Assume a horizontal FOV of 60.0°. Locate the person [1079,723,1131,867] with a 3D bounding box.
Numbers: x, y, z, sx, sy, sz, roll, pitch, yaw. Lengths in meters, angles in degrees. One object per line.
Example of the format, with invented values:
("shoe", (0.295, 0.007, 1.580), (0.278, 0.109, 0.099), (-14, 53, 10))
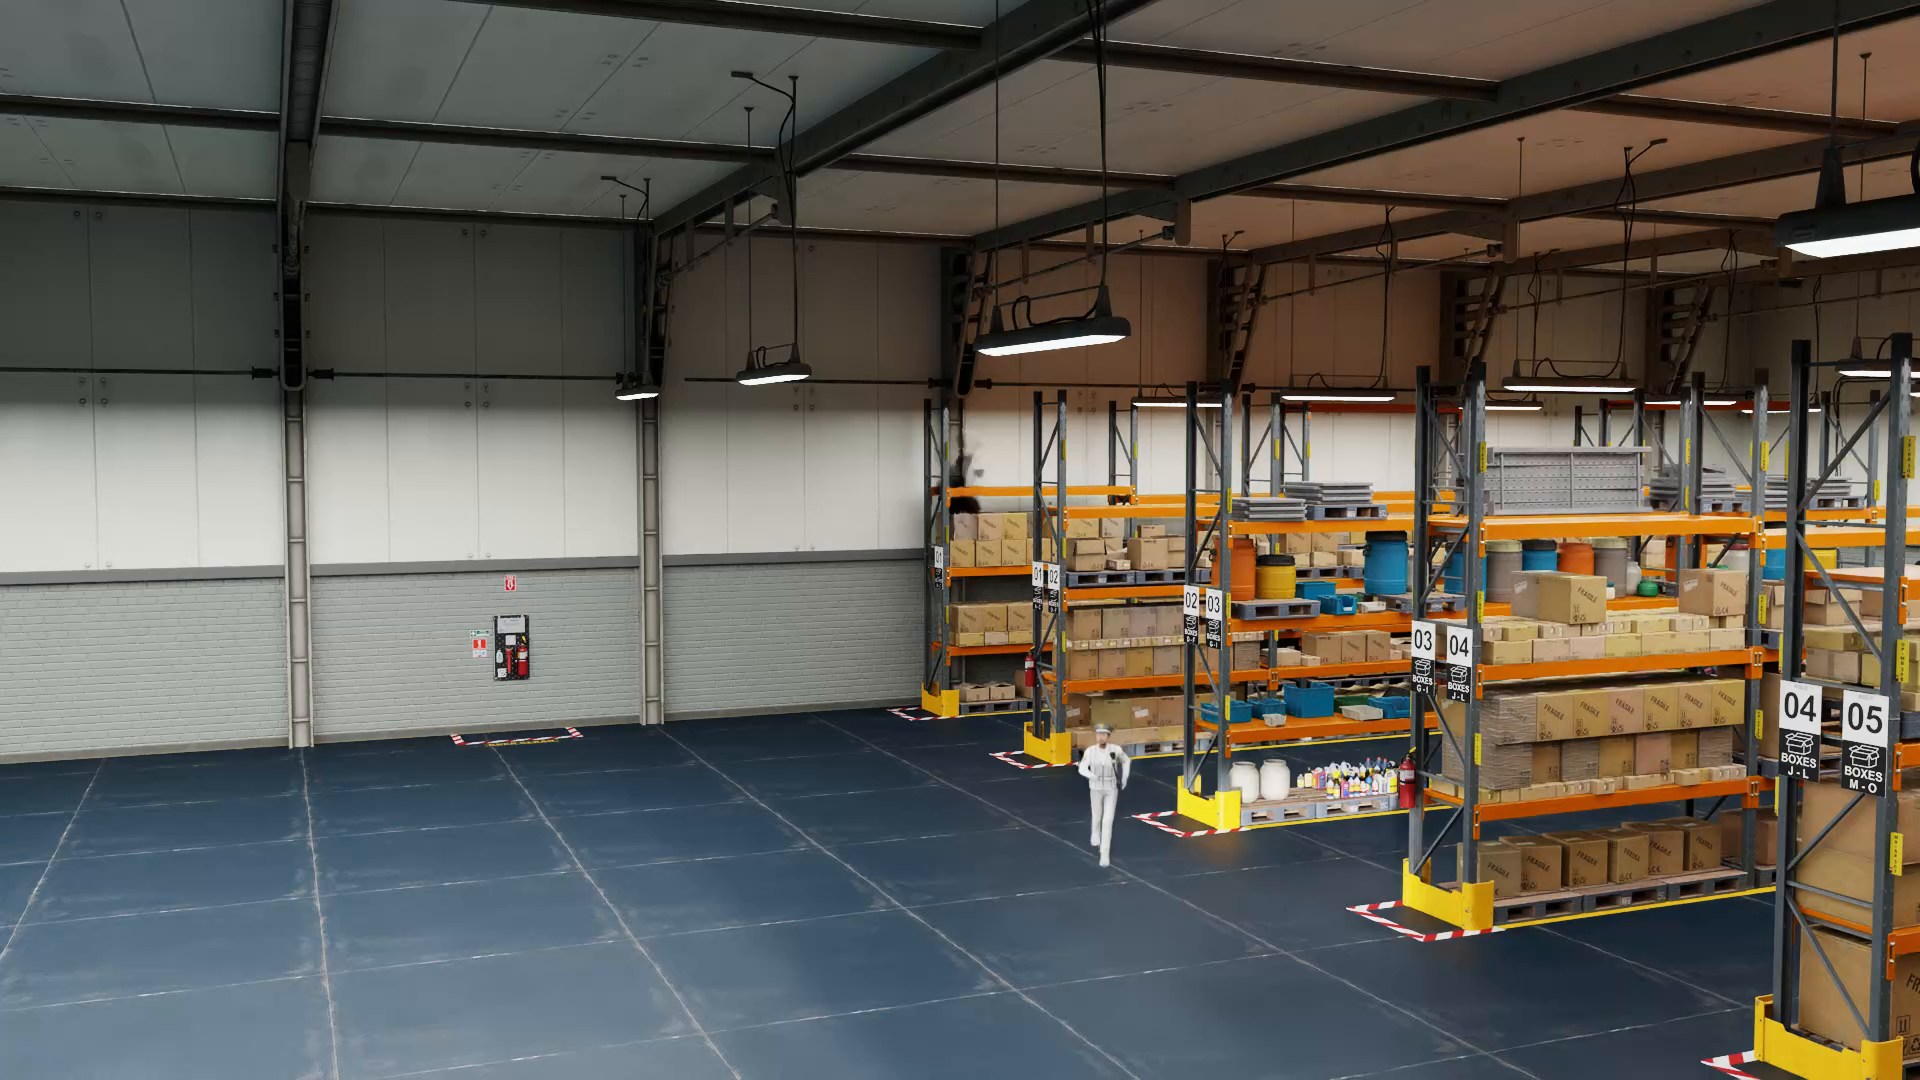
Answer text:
("person", (1.793, 3.107, 20.623), (0.623, 1.711, 0.915), (1, 3, 10))
